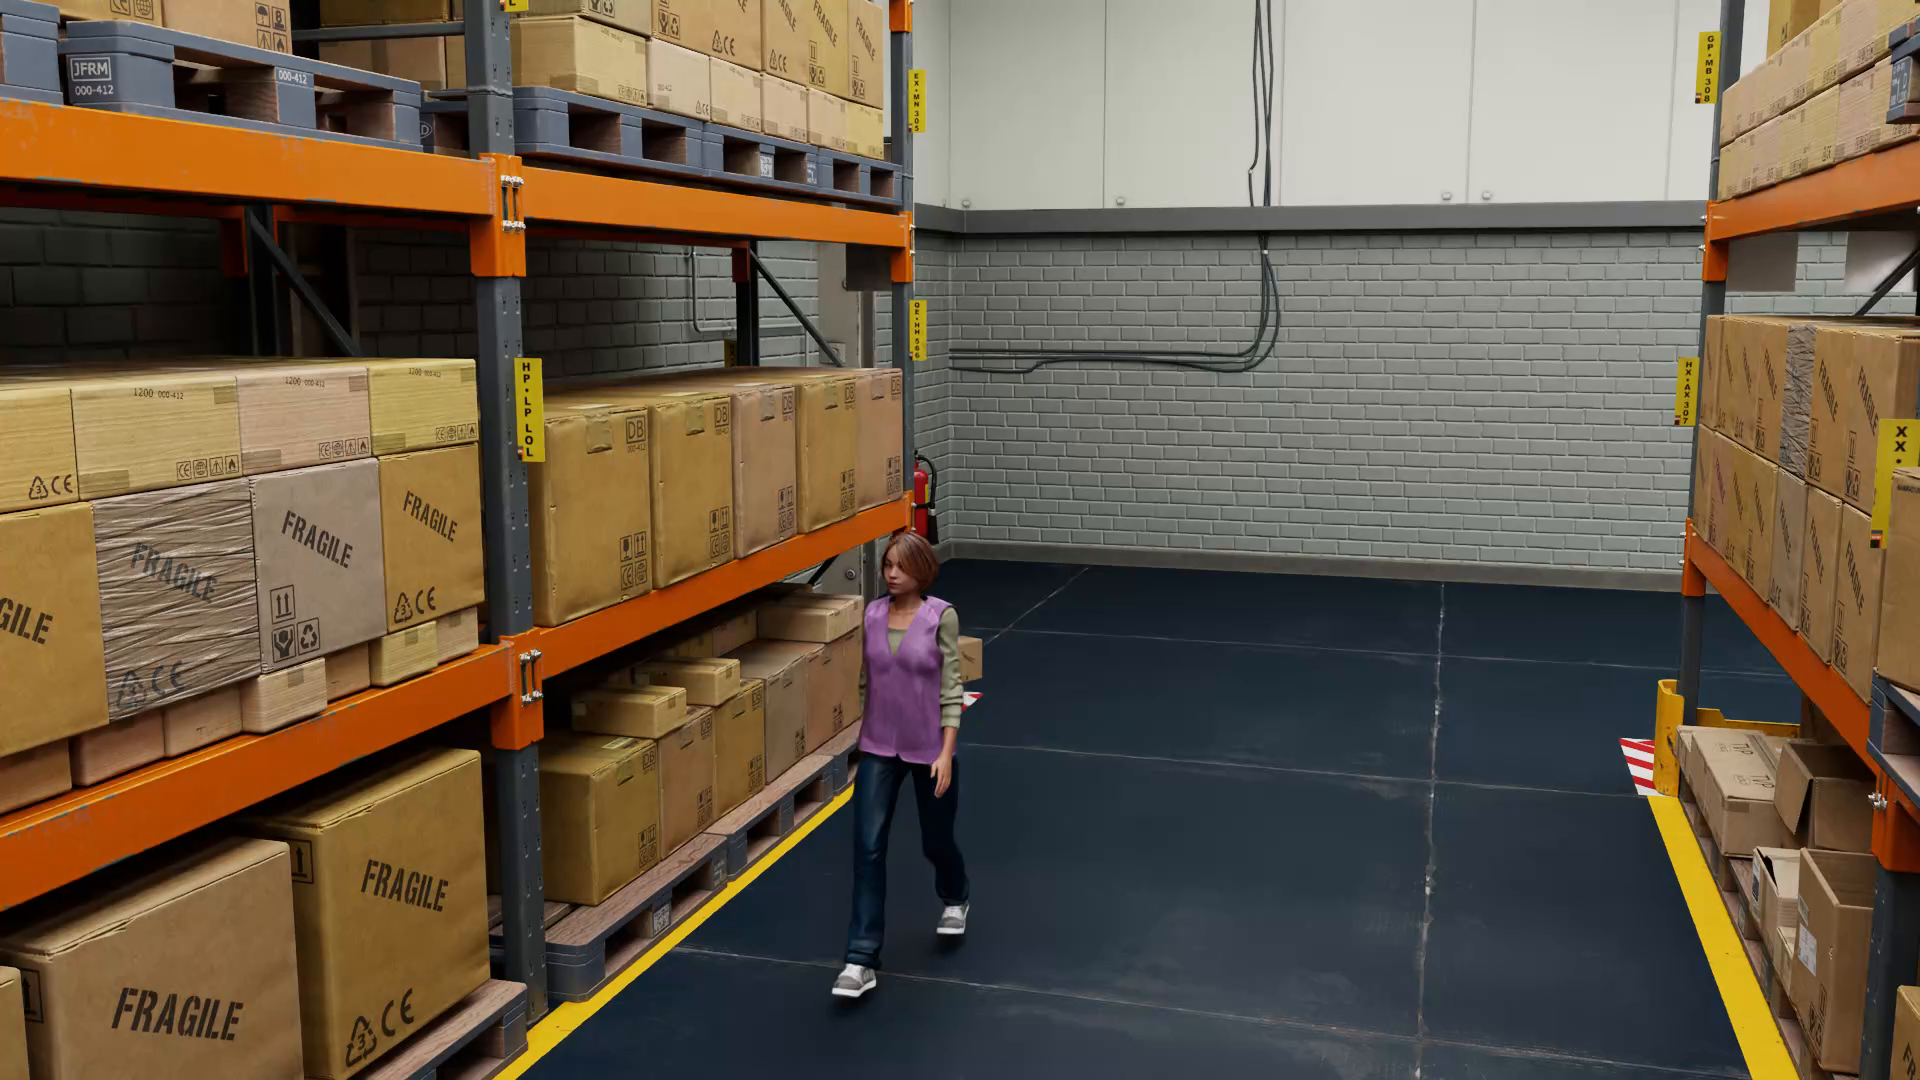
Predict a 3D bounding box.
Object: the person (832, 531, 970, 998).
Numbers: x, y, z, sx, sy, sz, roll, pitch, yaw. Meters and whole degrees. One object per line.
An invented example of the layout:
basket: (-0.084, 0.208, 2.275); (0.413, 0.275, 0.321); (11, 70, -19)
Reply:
person: (-0.192, 0.754, 5.830); (0.415, 1.555, 0.860); (2, 9, 13)
